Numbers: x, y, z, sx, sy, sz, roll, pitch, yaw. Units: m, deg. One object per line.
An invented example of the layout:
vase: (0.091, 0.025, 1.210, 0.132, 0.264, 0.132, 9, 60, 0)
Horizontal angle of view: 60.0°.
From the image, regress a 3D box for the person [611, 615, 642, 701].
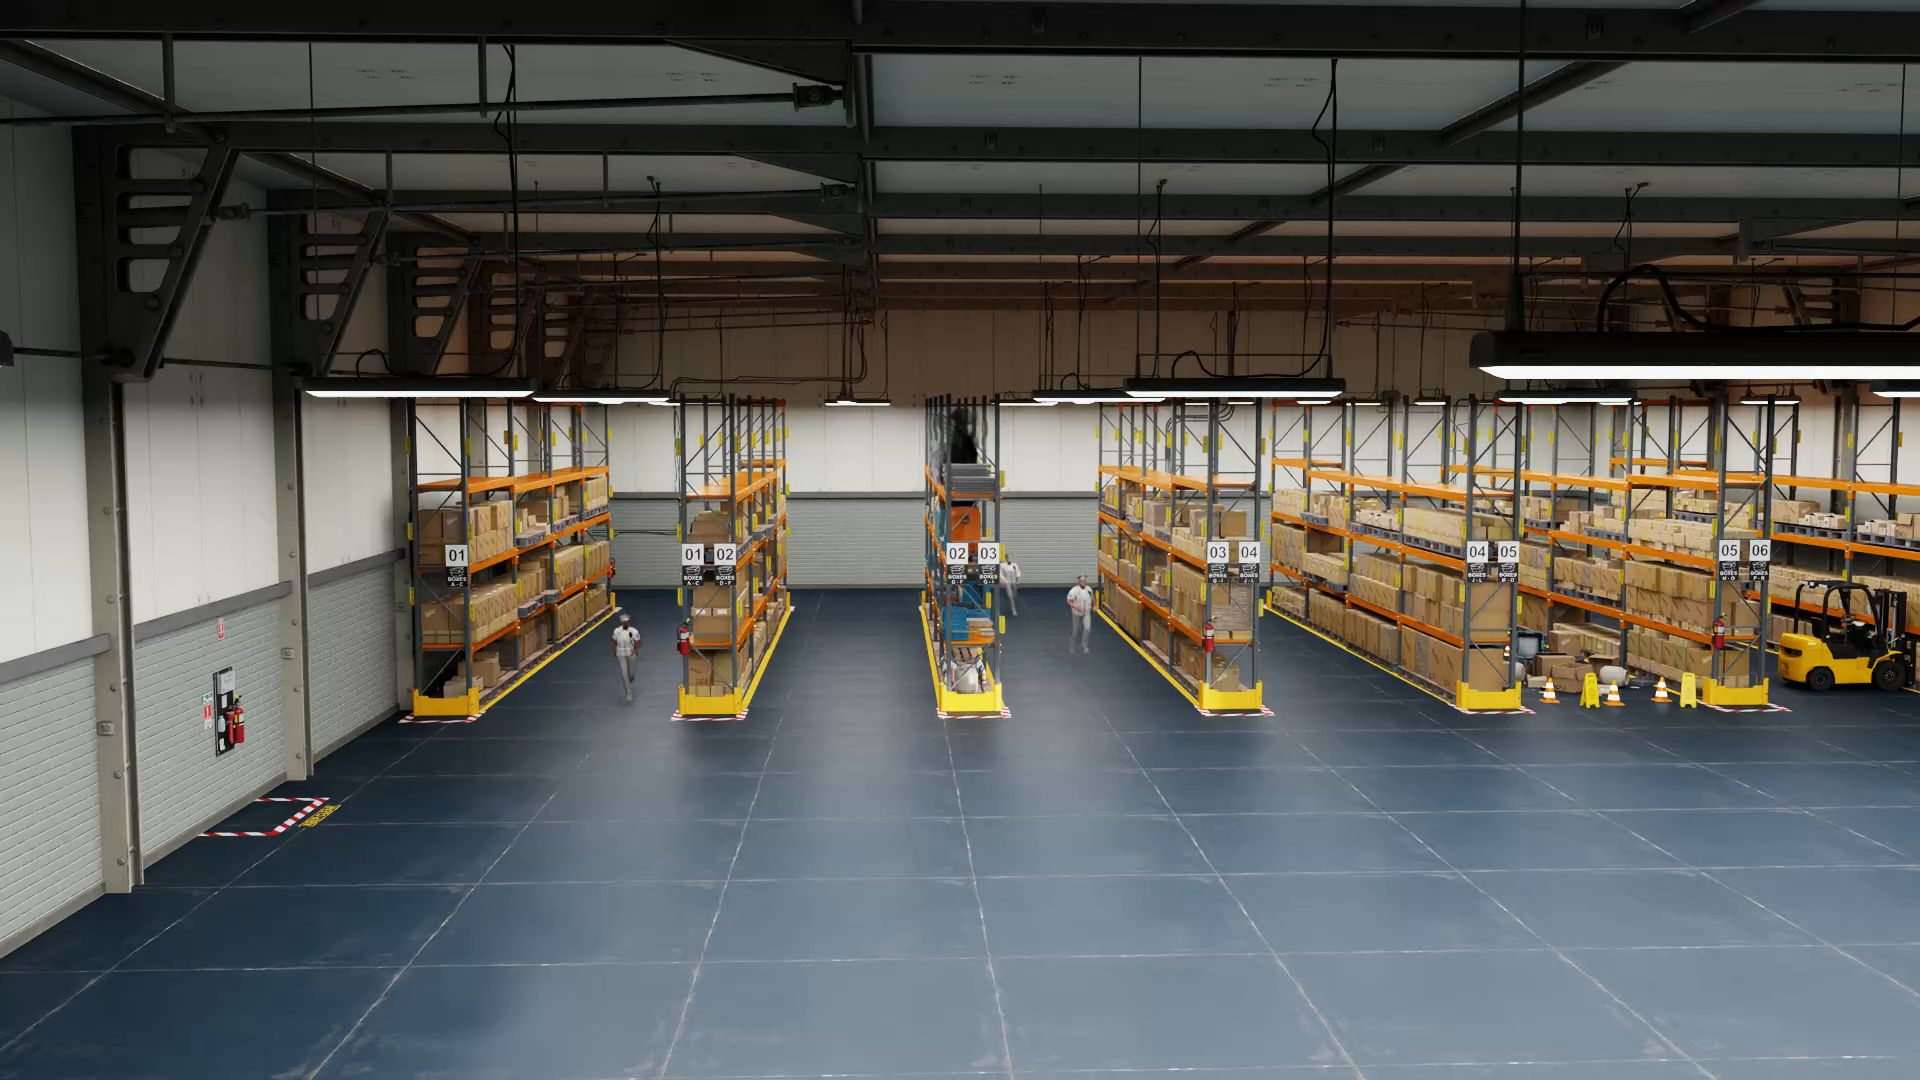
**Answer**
person: (-6.612, 2.297, 32.974, 0.599, 1.687, 0.862, -1, 5, -8)

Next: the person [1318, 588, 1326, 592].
person: (10.701, 1.062, 48.294, 0.767, 1.710, 0.665, -2, 5, -27)

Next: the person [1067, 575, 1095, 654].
person: (2.732, 1.673, 37.384, 0.688, 1.820, 0.791, -1, 5, -16)

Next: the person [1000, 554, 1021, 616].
person: (1.394, 1.223, 46.361, 0.623, 1.709, 0.829, -1, 5, -12)
